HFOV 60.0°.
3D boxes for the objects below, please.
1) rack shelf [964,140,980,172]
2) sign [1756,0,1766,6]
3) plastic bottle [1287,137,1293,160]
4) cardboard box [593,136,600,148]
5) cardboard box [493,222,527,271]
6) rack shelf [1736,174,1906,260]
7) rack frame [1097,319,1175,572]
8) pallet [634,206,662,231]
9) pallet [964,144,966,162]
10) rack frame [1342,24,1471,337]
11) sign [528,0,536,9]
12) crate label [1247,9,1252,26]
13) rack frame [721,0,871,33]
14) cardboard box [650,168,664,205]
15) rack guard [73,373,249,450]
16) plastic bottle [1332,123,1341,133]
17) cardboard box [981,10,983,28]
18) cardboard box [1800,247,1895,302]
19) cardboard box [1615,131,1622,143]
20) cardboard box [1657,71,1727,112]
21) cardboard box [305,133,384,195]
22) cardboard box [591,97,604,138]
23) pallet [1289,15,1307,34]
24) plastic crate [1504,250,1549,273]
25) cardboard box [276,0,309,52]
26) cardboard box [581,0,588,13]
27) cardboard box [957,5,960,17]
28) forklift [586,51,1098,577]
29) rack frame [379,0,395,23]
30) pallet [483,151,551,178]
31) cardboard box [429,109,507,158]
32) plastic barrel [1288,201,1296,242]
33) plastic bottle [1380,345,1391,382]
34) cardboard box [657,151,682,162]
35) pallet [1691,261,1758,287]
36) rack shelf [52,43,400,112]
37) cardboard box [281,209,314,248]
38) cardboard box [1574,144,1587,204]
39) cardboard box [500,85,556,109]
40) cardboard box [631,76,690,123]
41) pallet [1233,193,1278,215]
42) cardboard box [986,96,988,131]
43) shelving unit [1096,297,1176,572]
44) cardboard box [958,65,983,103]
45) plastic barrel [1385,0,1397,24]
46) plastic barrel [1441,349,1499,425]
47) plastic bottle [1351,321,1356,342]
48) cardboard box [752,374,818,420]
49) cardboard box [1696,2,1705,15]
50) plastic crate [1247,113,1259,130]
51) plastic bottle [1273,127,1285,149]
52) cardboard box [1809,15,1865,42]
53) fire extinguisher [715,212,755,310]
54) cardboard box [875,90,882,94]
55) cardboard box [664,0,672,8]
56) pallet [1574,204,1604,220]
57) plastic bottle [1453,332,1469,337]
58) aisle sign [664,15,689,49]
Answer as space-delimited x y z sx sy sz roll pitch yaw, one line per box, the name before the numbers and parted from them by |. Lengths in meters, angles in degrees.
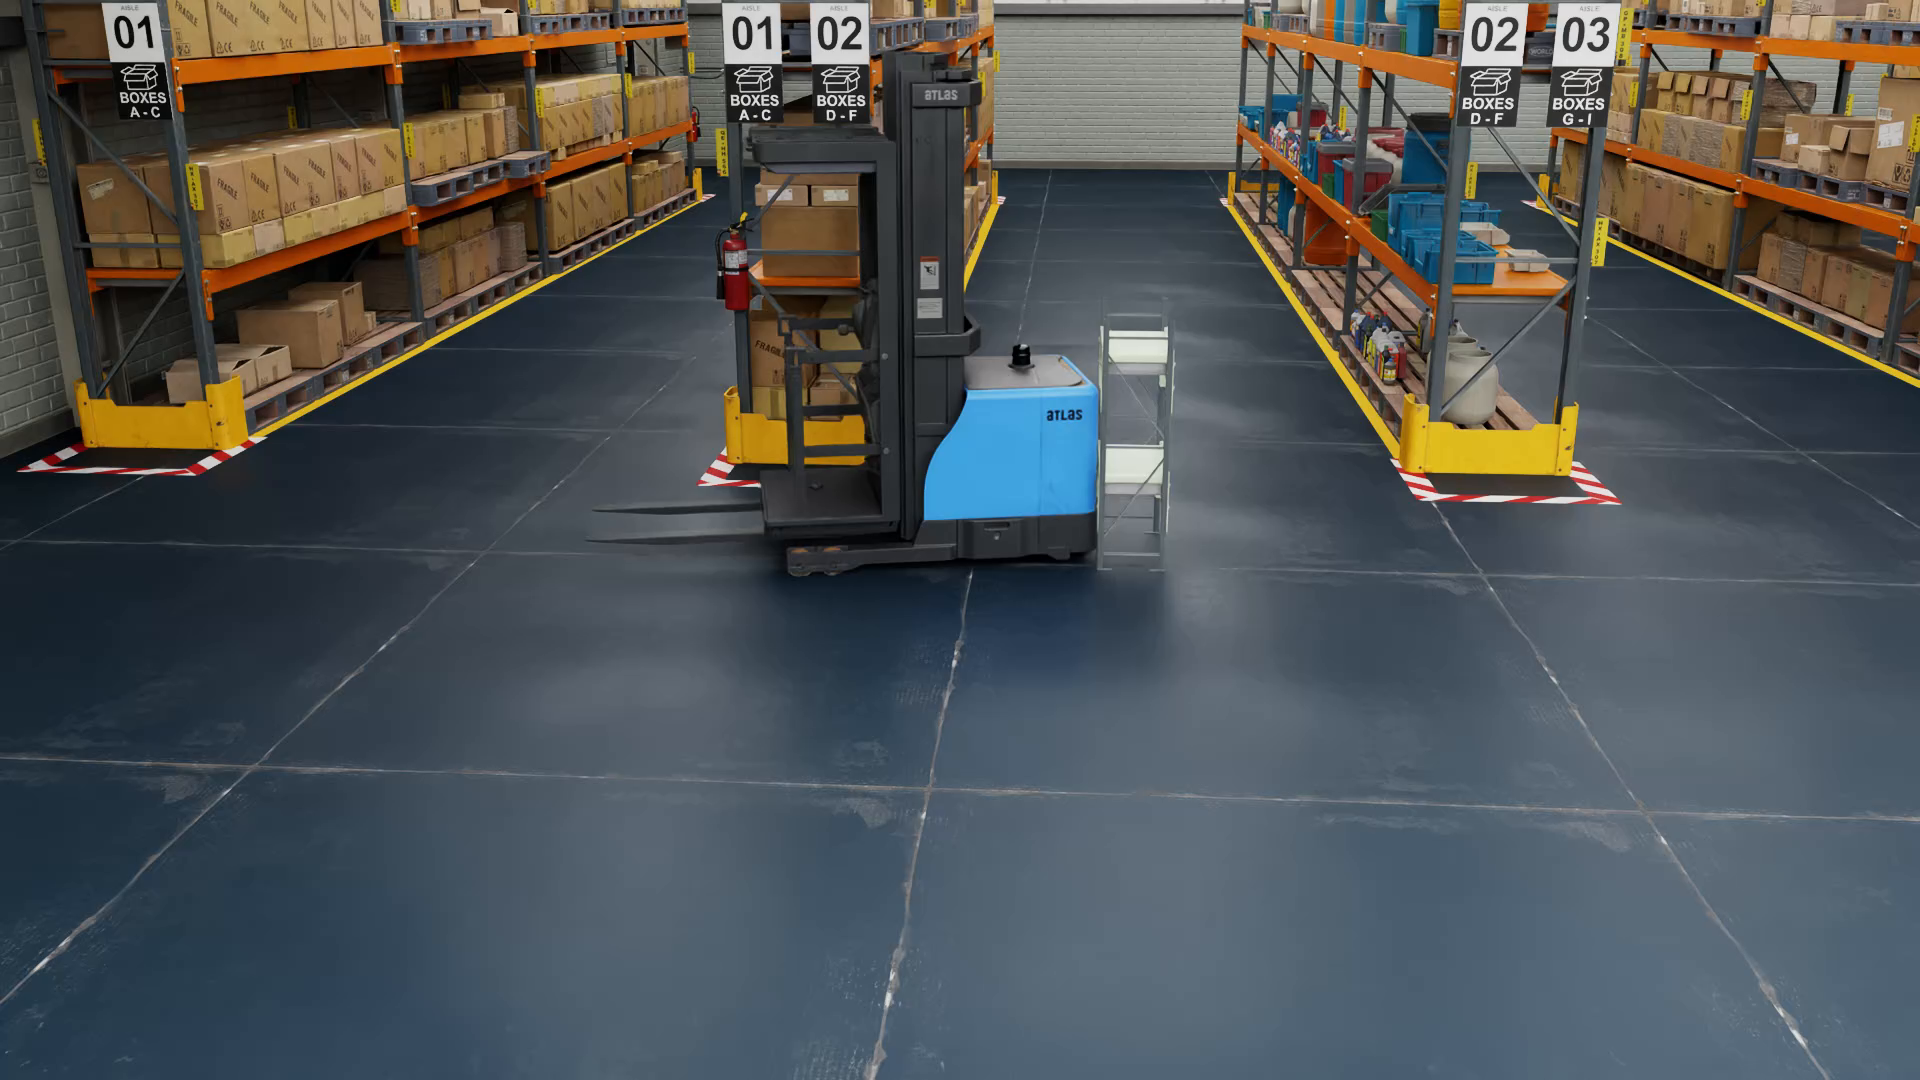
rack shelf | -0.398 -4.798 21.404 1.077 0.370 4.000 1 18 4
sign | 8.786 -6.020 18.204 0.100 0.325 0.005 1 18 4
plastic bottle | 4.084 -4.842 20.569 0.061 0.283 0.133 1 18 4
cardboard box | -5.040 -5.333 22.253 0.380 0.149 0.250 1 18 4
cardboard box | -5.482 -3.425 19.365 0.700 0.500 0.500 2 18 5
rack shelf | 9.196 -3.333 16.934 1.077 0.370 4.000 1 18 4
rack frame | 1.013 -0.531 9.635 0.400 1.500 0.023 1 18 4
pallet | -5.063 -4.780 24.671 1.003 0.211 1.213 1 18 4
pallet | -0.563 -4.640 20.073 1.213 0.211 1.003 1 18 4
rack frame | 4.112 -3.165 15.264 1.000 3.000 0.127 1 18 4
sign | -4.942 -6.287 19.144 0.100 0.325 0.005 1 18 4
crate label | 4.584 -7.967 25.342 0.408 0.251 0.502 1 18 4
rack frame | -1.115 -4.885 10.879 1.000 3.000 0.127 1 18 4
cardboard box | -4.962 -5.427 25.510 0.700 0.500 0.500 2 18 5
rack guard | -6.051 -0.979 12.609 1.175 0.500 0.348 1 18 4
plastic bottle | 4.933 -5.276 21.786 0.144 0.351 0.185 1 18 4
cardboard box | 0.067 -7.416 23.662 0.500 0.250 0.500 1 18 4
cardboard box | 9.250 -2.760 17.338 0.700 0.500 0.500 3 18 9
cardboard box | 9.339 -5.602 23.104 0.380 0.149 0.250 2 18 5
cardboard box | 9.588 -5.864 21.732 0.797 0.503 0.637 1 18 2
cardboard box | -5.525 -3.372 14.900 0.500 0.500 0.500 1 18 4
cardboard box | -5.049 -5.605 22.042 0.500 0.500 0.500 1 18 4
pallet | 4.648 -6.387 20.584 1.003 0.211 1.213 1 18 4
plastic crate | 4.210 -2.068 12.340 0.298 0.136 0.250 1 18 4
cardboard box | -5.658 -4.218 13.470 0.500 0.500 0.500 2 18 7
cardboard box | -5.369 -7.282 22.144 0.700 0.500 0.500 0 18 1
cardboard box | -0.470 -6.448 20.306 0.910 0.500 0.500 1 18 4
forklift | -0.734 -1.349 9.833 3.031 2.935 1.130 -3 18 -8
rack frame | -5.770 -6.237 15.005 1.000 3.000 0.127 1 18 4
pallet | -5.428 -4.313 19.077 1.213 0.211 1.003 1 18 4
cardboard box | -5.520 -4.564 18.668 0.700 0.500 0.500 0 18 -1
plastic barrel | 4.449 -4.105 21.454 0.421 0.512 0.421 0 18 0
plastic bottle | 3.510 -1.458 13.710 0.061 0.283 0.133 2 18 5
cardboard box | -4.687 -6.169 26.731 0.380 0.149 0.250 1 18 3
pallet | 9.471 -3.215 19.894 1.003 0.211 1.213 1 18 4
rack shelf | -5.913 -3.848 13.688 1.077 0.370 4.000 1 18 4
cardboard box | -5.639 -2.546 13.584 0.500 0.250 0.500 1 18 3
cardboard box | 9.881 -5.488 25.091 0.875 0.875 0.875 1 18 4
cardboard box | -5.191 -5.327 19.989 0.500 0.250 0.500 2 18 5
cardboard box | -4.936 -7.097 26.782 0.980 0.700 0.700 2 18 6
pallet | 4.874 -5.311 26.293 1.003 0.211 1.213 1 18 4
cardboard box | 0.160 -6.433 25.078 0.500 0.500 0.500 1 18 3
shelving unit | 1.037 -0.645 9.982 0.431 1.500 0.755 1 18 4
cardboard box | 0.060 -6.424 23.444 0.500 0.500 0.500 2 18 5
plastic barrel | 3.885 -4.713 14.319 0.421 0.512 0.421 0 18 0
plastic barrel | 3.796 -1.146 12.424 0.421 0.512 0.421 0 18 0
plastic bottle | 3.645 -1.923 15.263 0.097 0.201 0.097 0 18 0
cardboard box | -1.371 -1.100 12.705 0.500 0.250 0.500 1 18 4
cardboard box | 9.369 -6.585 20.615 0.380 0.149 0.250 1 18 2
plastic crate | 4.510 -6.269 24.911 0.416 0.233 0.300 1 18 4
plastic bottle | 4.246 -5.341 22.106 0.152 0.276 0.135 1 18 4
cardboard box | 8.987 -5.191 16.872 0.500 0.250 0.500 2 18 5
fire extinguisher | -1.587 -1.971 11.745 0.296 0.674 0.183 1 18 4
cardboard box | -0.889 -3.646 14.487 0.700 0.500 0.500 1 18 4
cardboard box | -4.733 -8.319 25.583 0.500 0.250 0.500 1 18 2
pallet | 9.843 -4.828 24.818 1.003 0.211 1.213 1 18 4
plastic bottle | 4.301 -1.663 14.348 0.152 0.276 0.135 2 18 5
aisle sign | -4.605 -8.364 26.956 0.394 0.787 0.004 1 18 4
